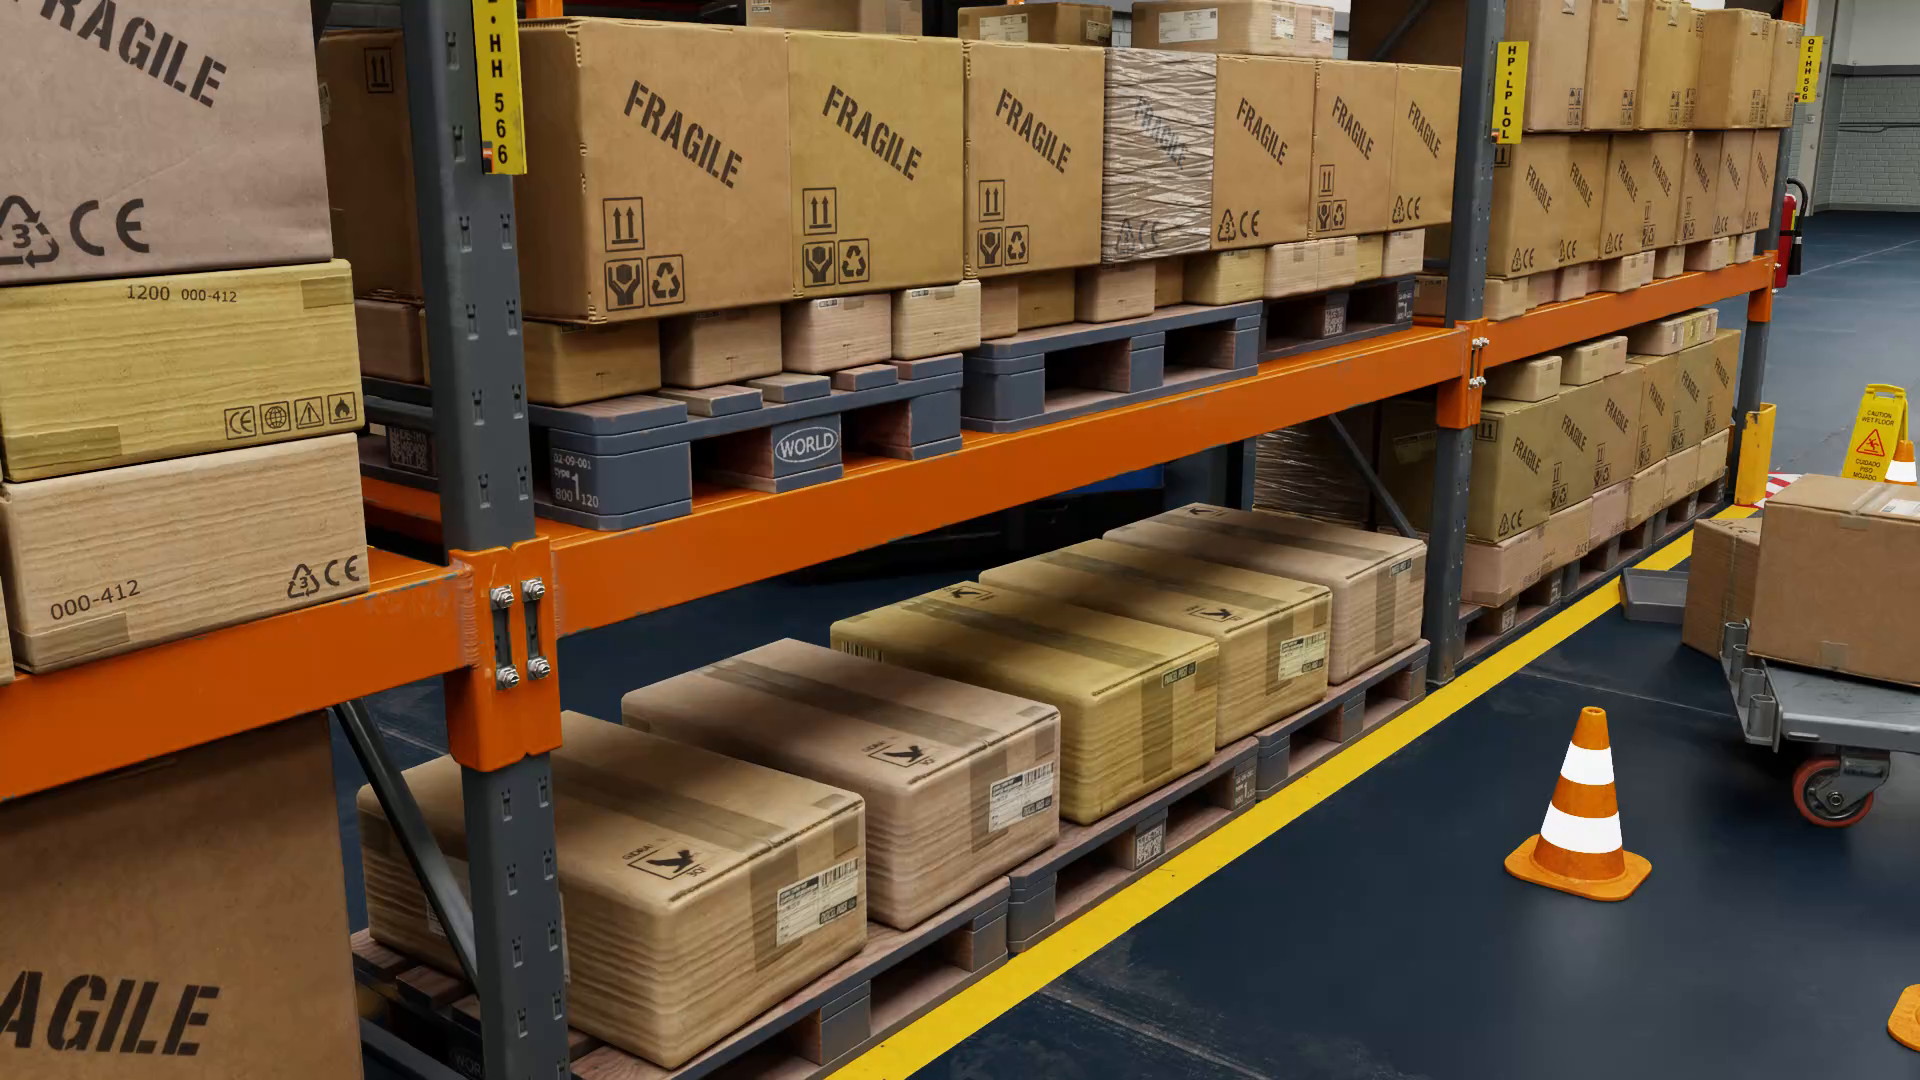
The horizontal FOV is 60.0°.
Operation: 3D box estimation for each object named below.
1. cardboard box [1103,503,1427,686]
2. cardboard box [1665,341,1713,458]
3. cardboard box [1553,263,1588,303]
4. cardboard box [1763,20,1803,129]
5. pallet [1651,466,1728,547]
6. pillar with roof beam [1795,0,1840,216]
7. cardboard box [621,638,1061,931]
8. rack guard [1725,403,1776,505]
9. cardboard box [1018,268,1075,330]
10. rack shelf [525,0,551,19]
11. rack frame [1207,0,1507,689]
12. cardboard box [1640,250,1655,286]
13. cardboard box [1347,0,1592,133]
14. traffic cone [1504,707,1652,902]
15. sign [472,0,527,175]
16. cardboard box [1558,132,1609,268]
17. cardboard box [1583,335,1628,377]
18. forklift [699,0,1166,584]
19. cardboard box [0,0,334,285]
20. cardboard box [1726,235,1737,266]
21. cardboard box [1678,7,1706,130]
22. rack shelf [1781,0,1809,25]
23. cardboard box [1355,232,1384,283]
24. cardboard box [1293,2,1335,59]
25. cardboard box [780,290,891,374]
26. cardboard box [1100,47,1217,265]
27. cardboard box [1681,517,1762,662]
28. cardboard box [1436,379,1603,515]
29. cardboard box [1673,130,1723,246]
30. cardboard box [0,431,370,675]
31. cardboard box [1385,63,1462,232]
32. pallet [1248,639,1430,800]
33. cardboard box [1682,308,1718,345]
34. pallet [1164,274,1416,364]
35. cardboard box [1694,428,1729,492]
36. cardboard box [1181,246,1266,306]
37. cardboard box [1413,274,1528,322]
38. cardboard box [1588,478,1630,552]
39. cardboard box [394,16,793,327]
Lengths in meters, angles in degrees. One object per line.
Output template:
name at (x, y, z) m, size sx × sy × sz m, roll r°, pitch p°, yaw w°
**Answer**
cardboard box at (1.060, 0.166, 5.863) m, size 0.950 × 0.372 × 0.625 m, roll 12°, pitch 18°, yaw 38°
cardboard box at (3.275, -0.711, 8.040) m, size 0.500 × 0.500 × 0.500 m, roll 12°, pitch 19°, yaw 40°
cardboard box at (2.279, -1.048, 6.667) m, size 0.380 × 0.149 × 0.250 m, roll 12°, pitch 19°, yaw 39°
cardboard box at (3.750, -2.317, 8.314) m, size 0.700 × 0.500 × 0.500 m, roll 11°, pitch 18°, yaw 36°
pallet at (3.315, -0.255, 8.699) m, size 1.003 × 0.211 × 1.213 m, roll 11°, pitch 18°, yaw 38°
pillar with roof beam at (21.103, -10.532, 31.303) m, size 9.100 × 9.000 × 0.400 m, roll 11°, pitch 18°, yaw 38°
cardboard box at (-0.306, 0.582, 4.226) m, size 0.950 × 0.372 × 0.625 m, roll 11°, pitch 18°, yaw 36°
rack guard at (3.854, -0.545, 9.254) m, size 1.175 × 0.500 × 0.348 m, roll 11°, pitch 18°, yaw 38°
cardboard box at (0.061, -0.617, 4.115) m, size 0.380 × 0.149 × 0.250 m, roll 12°, pitch 19°, yaw 40°
rack shelf at (-3.733, -2.495, 7.221) m, size 1.077 × 0.370 × 4.000 m, roll 11°, pitch 18°, yaw 38°
rack frame at (1.387, -1.005, 5.988) m, size 1.000 × 3.000 × 0.127 m, roll 11°, pitch 18°, yaw 38°
cardboard box at (2.783, -1.190, 7.227) m, size 0.380 × 0.149 × 0.250 m, roll 11°, pitch 18°, yaw 37°
cardboard box at (1.832, -1.733, 6.016) m, size 0.700 × 0.500 × 0.500 m, roll 11°, pitch 18°, yaw 37°
traffic cone at (1.697, 0.678, 4.513) m, size 0.336 × 0.463 × 0.334 m, roll 11°, pitch 18°, yaw 38°
sign at (-0.693, -0.715, 2.495) m, size 0.100 × 0.325 × 0.005 m, roll 11°, pitch 18°, yaw 38°
cardboard box at (2.178, -1.339, 6.494) m, size 0.500 × 0.500 × 0.500 m, roll 11°, pitch 18°, yaw 37°
cardboard box at (2.582, -0.791, 7.034) m, size 0.380 × 0.149 × 0.250 m, roll 13°, pitch 19°, yaw 41°
forklift at (-0.594, -1.371, 7.565) m, size 3.031 × 2.935 × 1.130 m, roll -5°, pitch 15°, yaw -18°
cardboard box at (-1.248, -0.633, 2.288) m, size 0.500 × 0.500 × 0.500 m, roll 11°, pitch 18°, yaw 36°
cardboard box at (3.582, -1.433, 8.184) m, size 0.380 × 0.149 × 0.250 m, roll 11°, pitch 18°, yaw 37°
cardboard box at (2.764, -2.034, 7.198) m, size 0.700 × 0.500 × 0.500 m, roll 11°, pitch 18°, yaw 37°
rack shelf at (2.644, -2.494, 7.215) m, size 1.077 × 0.370 × 4.000 m, roll 11°, pitch 18°, yaw 38°
cardboard box at (1.099, -0.898, 5.223) m, size 0.380 × 0.149 × 0.250 m, roll 11°, pitch 18°, yaw 36°
cardboard box at (0.850, -1.459, 4.795) m, size 0.380 × 0.149 × 0.250 m, roll 11°, pitch 18°, yaw 36°
cardboard box at (-0.366, -0.449, 3.455) m, size 0.380 × 0.149 × 0.250 m, roll 10°, pitch 17°, yaw 34°
cardboard box at (0.307, -0.984, 4.244) m, size 0.500 × 0.500 × 0.500 m, roll 10°, pitch 18°, yaw 35°
cardboard box at (3.119, 0.210, 6.275) m, size 0.500 × 0.500 × 0.500 m, roll -3°, pitch 15°, yaw -11°
cardboard box at (2.295, -0.415, 6.874) m, size 0.500 × 0.500 × 0.500 m, roll 12°, pitch 19°, yaw 40°
cardboard box at (3.139, -1.627, 7.628) m, size 0.500 × 0.500 × 0.500 m, roll 11°, pitch 18°, yaw 37°
cardboard box at (-1.243, -0.030, 2.452) m, size 0.500 × 0.250 × 0.500 m, roll 10°, pitch 18°, yaw 36°
cardboard box at (1.275, -1.278, 5.400) m, size 0.500 × 0.500 × 0.500 m, roll 11°, pitch 18°, yaw 37°
pallet at (0.899, 0.495, 5.744) m, size 1.003 × 0.211 × 1.213 m, roll 11°, pitch 18°, yaw 38°
cardboard box at (3.422, -1.046, 8.038) m, size 0.380 × 0.149 × 0.250 m, roll 12°, pitch 19°, yaw 39°
pallet at (0.794, -0.789, 5.524) m, size 1.003 × 0.211 × 1.213 m, roll 11°, pitch 18°, yaw 38°
cardboard box at (3.587, -0.441, 8.499) m, size 0.500 × 0.250 × 0.500 m, roll 11°, pitch 18°, yaw 37°
cardboard box at (0.626, -0.753, 4.651) m, size 0.380 × 0.149 × 0.250 m, roll 11°, pitch 18°, yaw 37°
cardboard box at (1.835, -0.894, 6.061) m, size 0.380 × 0.149 × 0.250 m, roll 11°, pitch 18°, yaw 37°
cardboard box at (2.626, -0.153, 7.366) m, size 0.500 × 0.250 × 0.500 m, roll 11°, pitch 18°, yaw 37°
cardboard box at (-0.664, -0.686, 3.071) m, size 0.500 × 0.500 × 0.500 m, roll 11°, pitch 18°, yaw 36°
